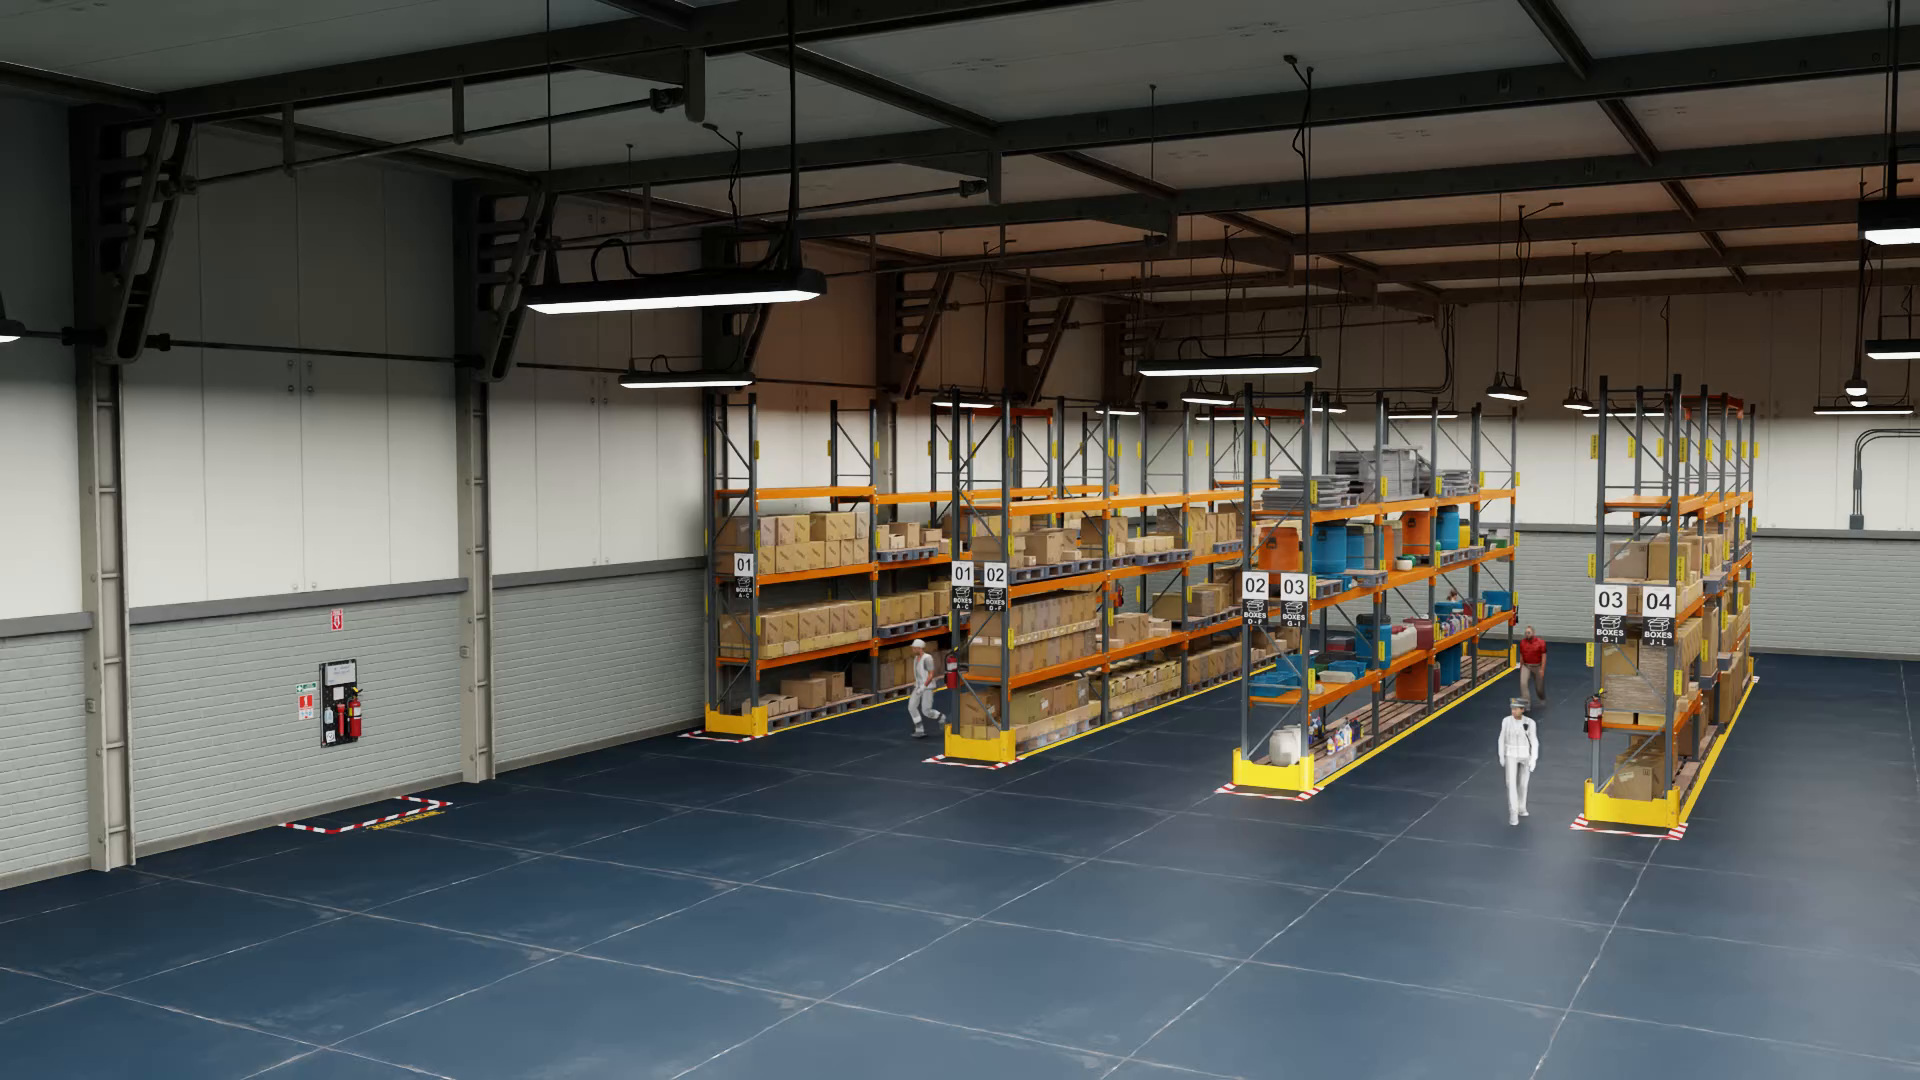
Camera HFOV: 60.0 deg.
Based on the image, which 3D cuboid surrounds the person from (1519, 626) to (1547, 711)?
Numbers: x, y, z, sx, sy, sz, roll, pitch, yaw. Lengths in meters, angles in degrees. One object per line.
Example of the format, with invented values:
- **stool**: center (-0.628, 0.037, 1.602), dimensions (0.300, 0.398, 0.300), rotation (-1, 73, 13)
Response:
- **person**: center (11.030, 2.461, 32.043), dimensions (0.527, 1.610, 1.025), rotation (2, 4, 33)

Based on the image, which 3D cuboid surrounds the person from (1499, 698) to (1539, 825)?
- **person**: center (7.532, 2.945, 22.419), dimensions (0.512, 1.641, 0.871), rotation (1, 3, 18)

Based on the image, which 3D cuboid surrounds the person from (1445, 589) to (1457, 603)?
- **person**: center (11.787, 2.009, 39.953), dimensions (0.626, 1.672, 0.529), rotation (-2, 3, -26)

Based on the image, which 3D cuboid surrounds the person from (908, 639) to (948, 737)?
- **person**: center (-0.595, 2.582, 29.200), dimensions (0.786, 1.692, 0.580), rotation (-2, 4, -38)
